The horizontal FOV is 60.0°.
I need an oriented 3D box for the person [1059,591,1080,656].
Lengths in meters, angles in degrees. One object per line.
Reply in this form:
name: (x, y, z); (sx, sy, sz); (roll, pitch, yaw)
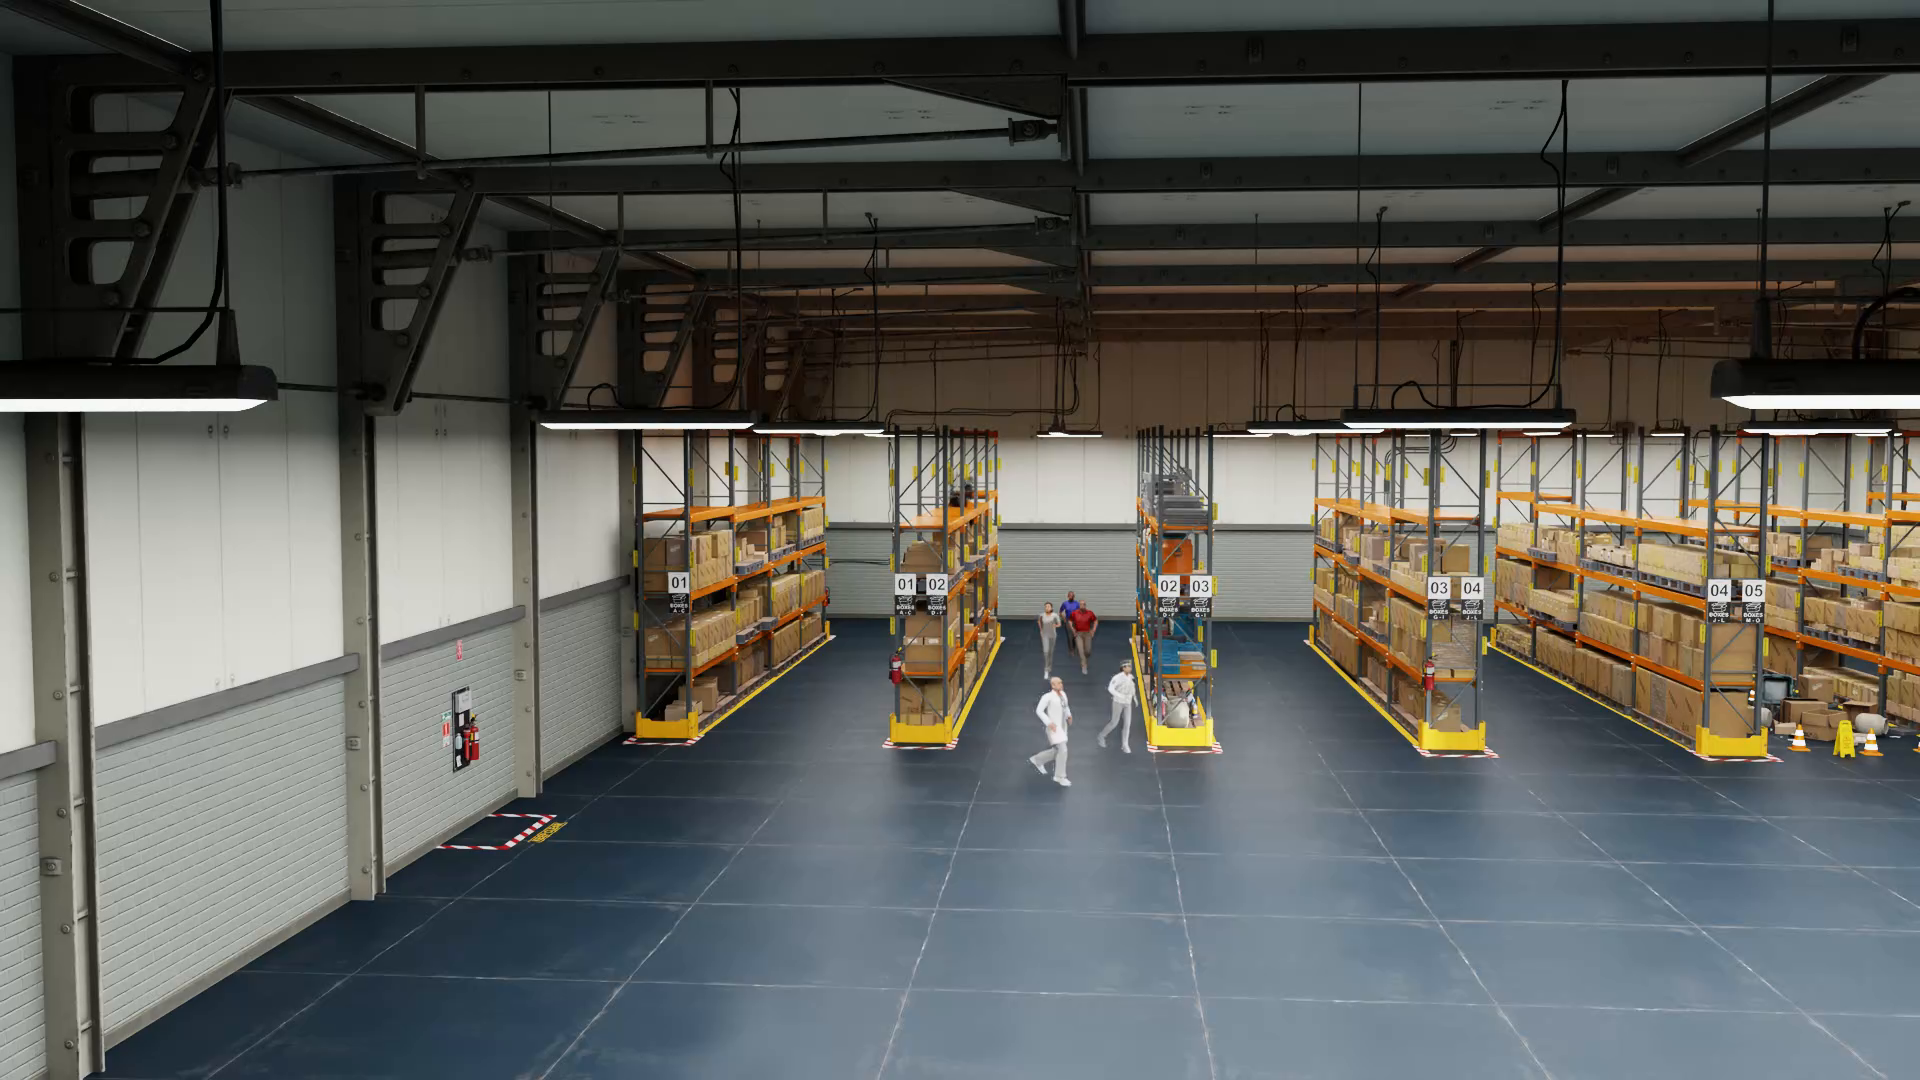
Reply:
person: (2.795, 2.117, 42.017); (0.587, 1.627, 0.553); (0, 3, -3)

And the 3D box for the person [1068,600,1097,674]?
person: (2.876, 2.253, 38.990); (0.684, 1.705, 0.665); (0, 3, 4)

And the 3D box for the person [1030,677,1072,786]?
person: (1.543, 3.176, 27.805); (0.853, 1.806, 0.733); (3, 4, 38)

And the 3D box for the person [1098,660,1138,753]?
person: (3.023, 3.033, 30.694); (0.677, 1.670, 0.849); (-2, 4, -32)

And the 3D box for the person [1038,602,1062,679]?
person: (2.078, 2.297, 38.451); (0.541, 1.749, 0.749); (0, 3, 2)
